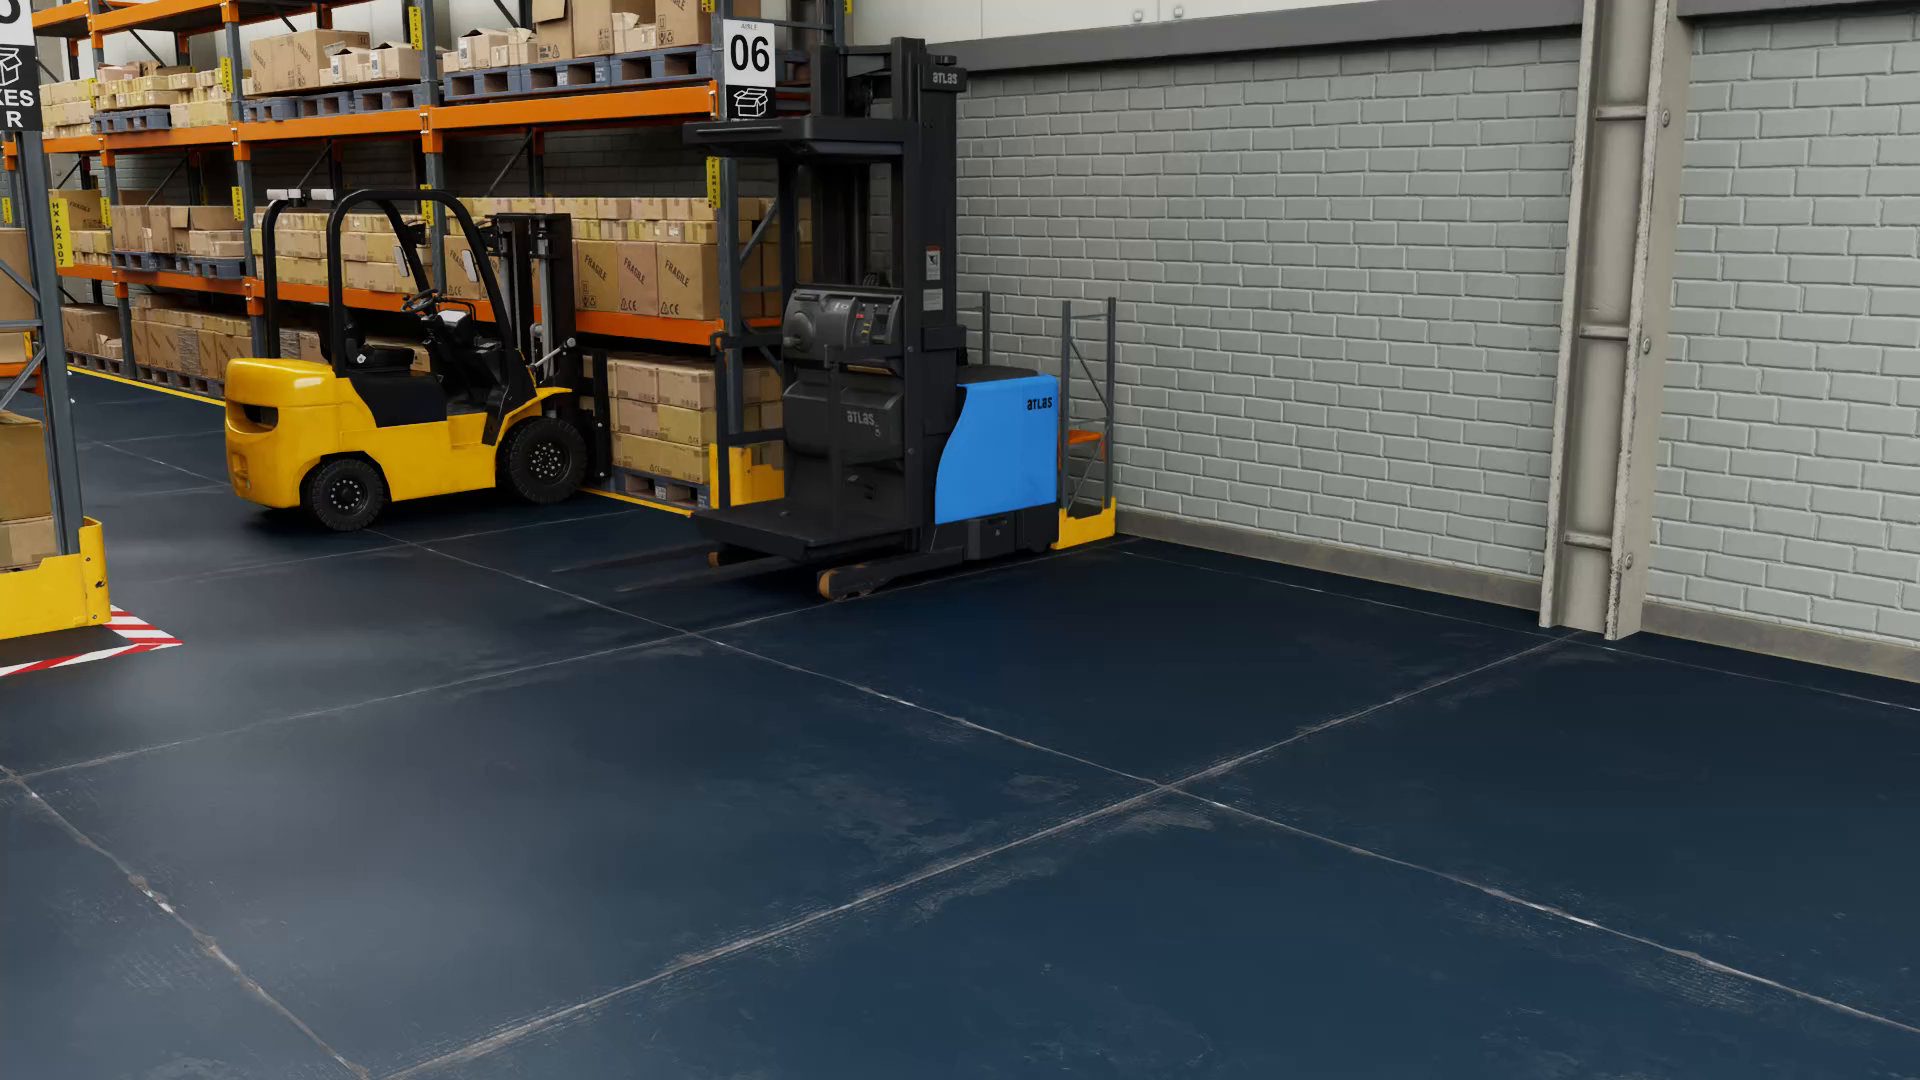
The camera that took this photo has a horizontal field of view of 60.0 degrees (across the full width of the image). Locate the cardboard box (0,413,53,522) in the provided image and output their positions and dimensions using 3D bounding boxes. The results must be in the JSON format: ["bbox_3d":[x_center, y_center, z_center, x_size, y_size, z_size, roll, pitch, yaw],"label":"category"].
[{"bbox_3d":[-5.133,-0.375,8.711,0.500,0.500,0.500,11,16,43],"label":"cardboard box"}]

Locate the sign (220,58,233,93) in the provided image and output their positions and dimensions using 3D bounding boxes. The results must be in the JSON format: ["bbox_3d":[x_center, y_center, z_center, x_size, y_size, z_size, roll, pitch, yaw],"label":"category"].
[{"bbox_3d":[-7.090,-4.496,16.084,0.100,0.325,0.005,-11,16,-43],"label":"sign"}]

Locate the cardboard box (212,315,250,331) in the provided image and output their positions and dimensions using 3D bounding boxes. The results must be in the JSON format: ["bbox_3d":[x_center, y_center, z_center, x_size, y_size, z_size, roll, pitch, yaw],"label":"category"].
[{"bbox_3d":[-7.731,-2.309,17.734,0.380,0.149,0.250,-10,15,-41],"label":"cardboard box"}]

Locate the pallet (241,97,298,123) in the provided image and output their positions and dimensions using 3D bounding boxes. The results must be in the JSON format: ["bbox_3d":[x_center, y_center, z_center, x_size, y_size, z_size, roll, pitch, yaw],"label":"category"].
[{"bbox_3d":[-6.163,-4.139,16.100,1.213,0.211,1.003,-10,15,-40],"label":"pallet"}]

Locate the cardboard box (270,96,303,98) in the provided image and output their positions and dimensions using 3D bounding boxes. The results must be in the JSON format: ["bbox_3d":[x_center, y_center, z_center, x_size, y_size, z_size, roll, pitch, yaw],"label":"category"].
[{"bbox_3d":[-6.776,-4.526,16.897,0.380,0.149,0.250,-11,16,-42],"label":"cardboard box"}]

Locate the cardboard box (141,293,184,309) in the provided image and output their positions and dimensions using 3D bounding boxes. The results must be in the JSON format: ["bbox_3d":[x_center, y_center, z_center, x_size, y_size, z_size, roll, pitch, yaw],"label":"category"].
[{"bbox_3d":[-9.189,-2.756,19.166,0.250,0.149,0.380,11,16,42],"label":"cardboard box"}]

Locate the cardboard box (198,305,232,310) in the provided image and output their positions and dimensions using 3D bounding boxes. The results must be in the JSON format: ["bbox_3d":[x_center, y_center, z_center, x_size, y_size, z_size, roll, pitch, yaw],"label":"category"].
[{"bbox_3d":[-8.636,-2.646,19.367,0.380,0.149,0.250,-11,16,-42],"label":"cardboard box"}]

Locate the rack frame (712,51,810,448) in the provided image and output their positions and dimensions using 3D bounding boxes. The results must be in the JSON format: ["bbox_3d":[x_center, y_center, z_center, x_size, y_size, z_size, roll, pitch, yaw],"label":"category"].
[{"bbox_3d":[-1.172,-1.681,11.137,1.000,3.000,0.127,-11,16,-43],"label":"rack frame"}]

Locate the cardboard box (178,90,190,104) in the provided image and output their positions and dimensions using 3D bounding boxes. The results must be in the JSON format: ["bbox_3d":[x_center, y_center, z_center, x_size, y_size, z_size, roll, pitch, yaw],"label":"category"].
[{"bbox_3d":[-7.985,-4.649,17.494,0.380,0.149,0.250,-10,15,-41],"label":"cardboard box"}]

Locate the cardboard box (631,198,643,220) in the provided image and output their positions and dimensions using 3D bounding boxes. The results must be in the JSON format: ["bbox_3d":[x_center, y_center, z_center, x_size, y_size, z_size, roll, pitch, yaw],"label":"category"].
[{"bbox_3d":[-2.083,-2.329,11.690,0.380,0.149,0.250,-11,16,-42],"label":"cardboard box"}]

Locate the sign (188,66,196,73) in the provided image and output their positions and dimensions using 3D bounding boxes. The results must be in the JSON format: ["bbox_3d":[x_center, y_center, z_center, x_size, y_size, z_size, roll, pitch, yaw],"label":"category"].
[{"bbox_3d":[-9.060,-5.425,19.621,0.100,0.325,0.005,-11,16,-43],"label":"sign"}]

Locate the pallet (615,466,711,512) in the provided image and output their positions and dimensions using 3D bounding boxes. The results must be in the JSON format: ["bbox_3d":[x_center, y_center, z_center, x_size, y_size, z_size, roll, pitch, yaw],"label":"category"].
[{"bbox_3d":[-1.730,-0.421,11.932,1.003,0.211,1.213,-11,16,-43],"label":"pallet"}]

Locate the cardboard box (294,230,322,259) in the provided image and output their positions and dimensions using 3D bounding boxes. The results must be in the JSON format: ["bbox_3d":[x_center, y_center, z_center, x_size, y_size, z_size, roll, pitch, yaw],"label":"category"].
[{"bbox_3d":[-5.873,-2.769,15.551,0.500,0.250,0.500,11,16,44],"label":"cardboard box"}]

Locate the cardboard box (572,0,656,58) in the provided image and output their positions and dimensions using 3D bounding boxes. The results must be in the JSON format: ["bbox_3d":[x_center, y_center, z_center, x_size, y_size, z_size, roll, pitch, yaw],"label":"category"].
[{"bbox_3d":[-2.288,-3.648,11.714,0.700,0.500,0.500,-11,16,-42],"label":"cardboard box"}]

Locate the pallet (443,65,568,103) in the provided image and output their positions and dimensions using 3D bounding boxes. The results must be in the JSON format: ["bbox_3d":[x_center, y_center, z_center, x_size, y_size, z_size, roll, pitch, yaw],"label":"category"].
[{"bbox_3d":[-3.326,-3.570,13.090,1.003,0.211,1.213,-11,16,-43],"label":"pallet"}]

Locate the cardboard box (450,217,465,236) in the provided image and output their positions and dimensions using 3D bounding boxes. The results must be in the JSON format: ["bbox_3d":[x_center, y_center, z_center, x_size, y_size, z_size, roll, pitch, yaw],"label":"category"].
[{"bbox_3d":[-3.904,-2.548,13.491,0.380,0.149,0.250,-11,16,-43],"label":"cardboard box"}]

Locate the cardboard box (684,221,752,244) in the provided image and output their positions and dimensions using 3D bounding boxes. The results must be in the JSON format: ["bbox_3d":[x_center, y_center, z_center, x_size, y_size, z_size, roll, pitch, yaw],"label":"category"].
[{"bbox_3d":[-1.614,-2.059,11.118,0.380,0.149,0.250,-11,16,-42],"label":"cardboard box"}]

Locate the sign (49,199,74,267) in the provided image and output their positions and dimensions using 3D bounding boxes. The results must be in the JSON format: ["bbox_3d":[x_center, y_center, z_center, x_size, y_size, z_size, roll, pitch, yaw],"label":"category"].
[{"bbox_3d":[-4.367,-1.488,8.057,0.100,0.325,0.005,-11,16,-43],"label":"sign"}]

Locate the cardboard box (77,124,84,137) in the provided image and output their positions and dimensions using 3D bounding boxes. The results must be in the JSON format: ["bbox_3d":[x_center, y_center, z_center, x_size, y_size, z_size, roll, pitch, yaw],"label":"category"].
[{"bbox_3d":[-10.266,-4.866,19.787,0.380,0.149,0.250,-10,15,-41],"label":"cardboard box"}]

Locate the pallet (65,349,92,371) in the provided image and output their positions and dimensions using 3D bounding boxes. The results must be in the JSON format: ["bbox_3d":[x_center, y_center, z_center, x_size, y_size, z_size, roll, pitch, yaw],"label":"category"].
[{"bbox_3d":[-10.779,-2.345,21.271,1.003,0.211,1.213,-11,16,-43],"label":"pallet"}]

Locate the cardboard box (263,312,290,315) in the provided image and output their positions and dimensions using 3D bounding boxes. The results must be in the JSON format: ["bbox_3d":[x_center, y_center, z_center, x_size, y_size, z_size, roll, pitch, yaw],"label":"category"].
[{"bbox_3d":[-7.561,-2.419,18.265,0.380,0.149,0.250,-11,16,-44],"label":"cardboard box"}]

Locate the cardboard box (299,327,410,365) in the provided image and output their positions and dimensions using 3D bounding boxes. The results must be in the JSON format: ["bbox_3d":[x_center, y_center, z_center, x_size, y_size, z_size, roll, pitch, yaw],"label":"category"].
[{"bbox_3d":[-5.818,-1.704,16.093,0.875,0.625,0.625,-10,15,-41],"label":"cardboard box"}]

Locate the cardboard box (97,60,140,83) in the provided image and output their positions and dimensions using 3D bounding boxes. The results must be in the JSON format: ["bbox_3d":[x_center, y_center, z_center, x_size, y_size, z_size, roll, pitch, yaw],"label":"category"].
[{"bbox_3d":[-9.503,-5.289,18.786,0.396,0.266,0.258,-11,16,-43],"label":"cardboard box"}]

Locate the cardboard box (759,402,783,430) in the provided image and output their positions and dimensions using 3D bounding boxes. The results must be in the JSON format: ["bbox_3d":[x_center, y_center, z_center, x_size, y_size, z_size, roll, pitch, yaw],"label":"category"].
[{"bbox_3d":[-1.346,-0.882,11.795,0.500,0.250,0.500,-11,16,-42],"label":"cardboard box"}]

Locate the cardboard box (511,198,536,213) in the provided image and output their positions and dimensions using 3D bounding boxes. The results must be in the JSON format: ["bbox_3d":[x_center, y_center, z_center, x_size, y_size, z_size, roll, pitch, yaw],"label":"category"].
[{"bbox_3d":[-3.198,-2.542,12.722,0.380,0.149,0.250,-11,16,-43],"label":"cardboard box"}]

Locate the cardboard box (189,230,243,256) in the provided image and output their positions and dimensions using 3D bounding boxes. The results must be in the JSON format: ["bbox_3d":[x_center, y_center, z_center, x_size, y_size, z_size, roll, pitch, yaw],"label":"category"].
[{"bbox_3d":[-7.659,-3.090,17.305,0.500,0.250,0.500,11,16,42],"label":"cardboard box"}]

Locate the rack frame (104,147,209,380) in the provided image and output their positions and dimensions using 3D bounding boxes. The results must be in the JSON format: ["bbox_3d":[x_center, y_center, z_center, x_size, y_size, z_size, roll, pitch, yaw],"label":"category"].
[{"bbox_3d":[-9.459,-3.432,19.638,1.000,3.000,0.127,-11,16,-43],"label":"rack frame"}]

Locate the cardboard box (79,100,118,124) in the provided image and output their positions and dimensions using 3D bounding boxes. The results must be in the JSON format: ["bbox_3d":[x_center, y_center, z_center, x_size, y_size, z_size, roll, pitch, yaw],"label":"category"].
[{"bbox_3d":[-9.973,-5.009,19.492,0.500,0.250,0.500,-11,16,-42],"label":"cardboard box"}]

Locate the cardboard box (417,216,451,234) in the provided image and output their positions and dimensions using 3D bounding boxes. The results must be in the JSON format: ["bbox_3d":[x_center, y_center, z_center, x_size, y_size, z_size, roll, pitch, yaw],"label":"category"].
[{"bbox_3d":[-4.330,-2.650,13.987,0.380,0.149,0.250,-10,15,-41],"label":"cardboard box"}]

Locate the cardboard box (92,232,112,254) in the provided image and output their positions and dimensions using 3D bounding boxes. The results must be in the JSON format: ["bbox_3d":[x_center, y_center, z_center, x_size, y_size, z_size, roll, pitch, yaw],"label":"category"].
[{"bbox_3d":[-9.987,-3.545,19.818,0.500,0.250,0.500,-10,16,-41],"label":"cardboard box"}]

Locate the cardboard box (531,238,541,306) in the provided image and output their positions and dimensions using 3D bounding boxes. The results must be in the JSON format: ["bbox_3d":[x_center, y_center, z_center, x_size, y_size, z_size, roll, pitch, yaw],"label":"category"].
[{"bbox_3d":[-3.094,-2.065,12.754,0.500,0.500,0.500,-11,16,-43],"label":"cardboard box"}]

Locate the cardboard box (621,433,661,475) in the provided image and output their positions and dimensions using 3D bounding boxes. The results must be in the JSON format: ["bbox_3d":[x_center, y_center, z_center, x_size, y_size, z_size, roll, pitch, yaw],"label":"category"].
[{"bbox_3d":[-2.061,-0.638,11.850,0.500,0.250,0.500,-11,16,-43],"label":"cardboard box"}]

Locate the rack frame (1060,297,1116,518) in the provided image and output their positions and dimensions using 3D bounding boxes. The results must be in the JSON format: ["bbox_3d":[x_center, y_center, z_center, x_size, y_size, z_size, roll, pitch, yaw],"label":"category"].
[{"bbox_3d":[0.783,-0.724,10.210,0.032,1.500,0.500,10,15,40],"label":"rack frame"}]

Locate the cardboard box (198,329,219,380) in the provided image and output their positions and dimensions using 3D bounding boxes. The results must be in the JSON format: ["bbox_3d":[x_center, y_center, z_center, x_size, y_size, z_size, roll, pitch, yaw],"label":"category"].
[{"bbox_3d":[-7.845,-2.012,17.899,0.500,0.500,0.500,-10,15,-40],"label":"cardboard box"}]

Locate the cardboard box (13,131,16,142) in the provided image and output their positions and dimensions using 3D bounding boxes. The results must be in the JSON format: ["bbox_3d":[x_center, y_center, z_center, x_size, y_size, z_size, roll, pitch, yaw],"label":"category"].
[{"bbox_3d":[-12.169,-5.283,21.811,0.380,0.149,0.250,-10,16,-41],"label":"cardboard box"}]

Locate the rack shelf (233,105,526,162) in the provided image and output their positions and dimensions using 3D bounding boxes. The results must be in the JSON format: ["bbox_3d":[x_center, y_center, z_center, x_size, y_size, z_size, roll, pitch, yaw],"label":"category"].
[{"bbox_3d":[-5.315,-3.673,15.157,1.077,0.370,4.000,-11,16,-43],"label":"rack shelf"}]

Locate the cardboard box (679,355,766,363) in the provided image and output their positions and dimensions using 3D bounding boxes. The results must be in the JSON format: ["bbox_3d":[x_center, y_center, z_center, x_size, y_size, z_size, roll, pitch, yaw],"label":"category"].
[{"bbox_3d":[-1.714,-1.199,12.091,0.500,0.250,0.500,-11,16,-42],"label":"cardboard box"}]

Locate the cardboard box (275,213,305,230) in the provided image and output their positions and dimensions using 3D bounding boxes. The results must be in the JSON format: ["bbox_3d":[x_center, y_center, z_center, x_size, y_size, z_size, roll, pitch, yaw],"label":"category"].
[{"bbox_3d":[-6.504,-3.089,16.115,0.380,0.149,0.250,-10,16,-41],"label":"cardboard box"}]

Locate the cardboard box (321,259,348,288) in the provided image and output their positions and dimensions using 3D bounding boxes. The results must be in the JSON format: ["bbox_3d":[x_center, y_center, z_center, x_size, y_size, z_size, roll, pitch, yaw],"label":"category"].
[{"bbox_3d":[-5.505,-2.452,15.251,0.500,0.250,0.500,-10,15,-41],"label":"cardboard box"}]

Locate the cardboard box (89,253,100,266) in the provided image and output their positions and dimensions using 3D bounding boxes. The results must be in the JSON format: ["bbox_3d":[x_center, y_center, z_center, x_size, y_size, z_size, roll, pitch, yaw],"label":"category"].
[{"bbox_3d":[-10.254,-3.390,20.055,0.380,0.149,0.250,-10,16,-41],"label":"cardboard box"}]

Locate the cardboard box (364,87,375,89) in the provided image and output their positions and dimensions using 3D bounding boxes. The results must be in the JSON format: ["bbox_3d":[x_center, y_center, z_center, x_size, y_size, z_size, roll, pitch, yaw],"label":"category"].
[{"bbox_3d":[-5.171,-4.158,15.016,0.380,0.166,0.250,-11,16,-43],"label":"cardboard box"}]

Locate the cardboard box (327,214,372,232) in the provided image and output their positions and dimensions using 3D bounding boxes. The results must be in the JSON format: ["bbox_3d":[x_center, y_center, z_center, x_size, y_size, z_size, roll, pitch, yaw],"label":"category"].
[{"bbox_3d":[-5.473,-2.861,15.007,0.250,0.149,0.380,11,16,44],"label":"cardboard box"}]

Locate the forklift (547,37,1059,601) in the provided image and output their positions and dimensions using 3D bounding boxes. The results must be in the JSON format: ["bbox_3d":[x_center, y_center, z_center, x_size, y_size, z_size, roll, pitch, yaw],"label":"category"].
[{"bbox_3d":[-0.810,-1.229,9.111,3.031,2.935,1.130,-11,16,-43],"label":"forklift"}]

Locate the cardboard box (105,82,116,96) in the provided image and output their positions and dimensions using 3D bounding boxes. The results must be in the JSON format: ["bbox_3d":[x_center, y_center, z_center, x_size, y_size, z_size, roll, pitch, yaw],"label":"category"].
[{"bbox_3d":[-9.334,-5.045,18.629,0.380,0.149,0.250,-11,16,-42],"label":"cardboard box"}]

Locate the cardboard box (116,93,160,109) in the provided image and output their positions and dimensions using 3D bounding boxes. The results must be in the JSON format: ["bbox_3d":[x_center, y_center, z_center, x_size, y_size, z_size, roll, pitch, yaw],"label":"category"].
[{"bbox_3d":[-9.028,-4.819,18.270,0.380,0.149,0.250,-11,16,-42],"label":"cardboard box"}]

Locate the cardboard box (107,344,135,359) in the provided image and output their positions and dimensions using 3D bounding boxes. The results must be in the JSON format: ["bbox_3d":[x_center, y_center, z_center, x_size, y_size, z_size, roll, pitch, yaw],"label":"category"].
[{"bbox_3d":[-10.056,-2.282,20.079,0.250,0.149,0.380,11,16,43],"label":"cardboard box"}]

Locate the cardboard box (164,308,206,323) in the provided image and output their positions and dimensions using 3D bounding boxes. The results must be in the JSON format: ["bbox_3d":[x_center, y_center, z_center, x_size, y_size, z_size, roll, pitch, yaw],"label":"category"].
[{"bbox_3d":[-8.772,-2.538,18.845,0.380,0.149,0.250,-11,16,-44],"label":"cardboard box"}]

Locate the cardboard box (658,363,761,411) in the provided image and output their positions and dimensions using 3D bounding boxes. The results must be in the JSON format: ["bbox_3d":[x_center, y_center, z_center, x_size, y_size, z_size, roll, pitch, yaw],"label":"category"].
[{"bbox_3d":[-1.715,-1.053,11.386,0.500,0.250,0.500,-10,15,-41],"label":"cardboard box"}]

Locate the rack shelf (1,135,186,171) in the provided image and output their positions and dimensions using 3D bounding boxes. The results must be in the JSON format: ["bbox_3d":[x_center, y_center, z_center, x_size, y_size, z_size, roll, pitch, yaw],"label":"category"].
[{"bbox_3d":[-10.840,-4.841,20.824,1.077,0.370,4.000,-11,16,-43],"label":"rack shelf"}]

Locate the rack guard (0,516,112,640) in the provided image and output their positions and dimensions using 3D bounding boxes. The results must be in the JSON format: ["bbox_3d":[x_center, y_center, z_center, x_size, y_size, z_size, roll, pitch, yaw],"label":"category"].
[{"bbox_3d":[-4.811,0.224,8.083,1.175,0.500,0.348,-11,16,-43],"label":"rack guard"}]

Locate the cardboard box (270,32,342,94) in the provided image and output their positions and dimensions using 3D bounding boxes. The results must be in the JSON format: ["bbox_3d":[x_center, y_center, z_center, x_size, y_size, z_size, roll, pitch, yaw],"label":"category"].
[{"bbox_3d":[-5.951,-4.422,15.471,0.700,0.500,0.500,-11,16,-44],"label":"cardboard box"}]

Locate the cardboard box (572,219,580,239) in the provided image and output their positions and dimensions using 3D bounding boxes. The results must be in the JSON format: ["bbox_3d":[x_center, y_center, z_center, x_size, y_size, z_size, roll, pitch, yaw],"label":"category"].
[{"bbox_3d":[-2.624,-2.292,12.248,0.380,0.149,0.250,-11,16,-43],"label":"cardboard box"}]

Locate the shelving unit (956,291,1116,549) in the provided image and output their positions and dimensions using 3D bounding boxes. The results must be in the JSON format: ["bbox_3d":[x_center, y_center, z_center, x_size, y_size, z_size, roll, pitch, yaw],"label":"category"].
[{"bbox_3d":[0.395,-0.793,10.545,1.083,1.500,0.587,10,15,40],"label":"shelving unit"}]

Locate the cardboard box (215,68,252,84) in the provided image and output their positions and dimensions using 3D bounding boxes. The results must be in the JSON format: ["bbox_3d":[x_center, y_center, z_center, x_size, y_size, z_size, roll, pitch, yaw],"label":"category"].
[{"bbox_3d":[-7.148,-4.594,16.490,0.380,0.149,0.250,-10,15,-41],"label":"cardboard box"}]
